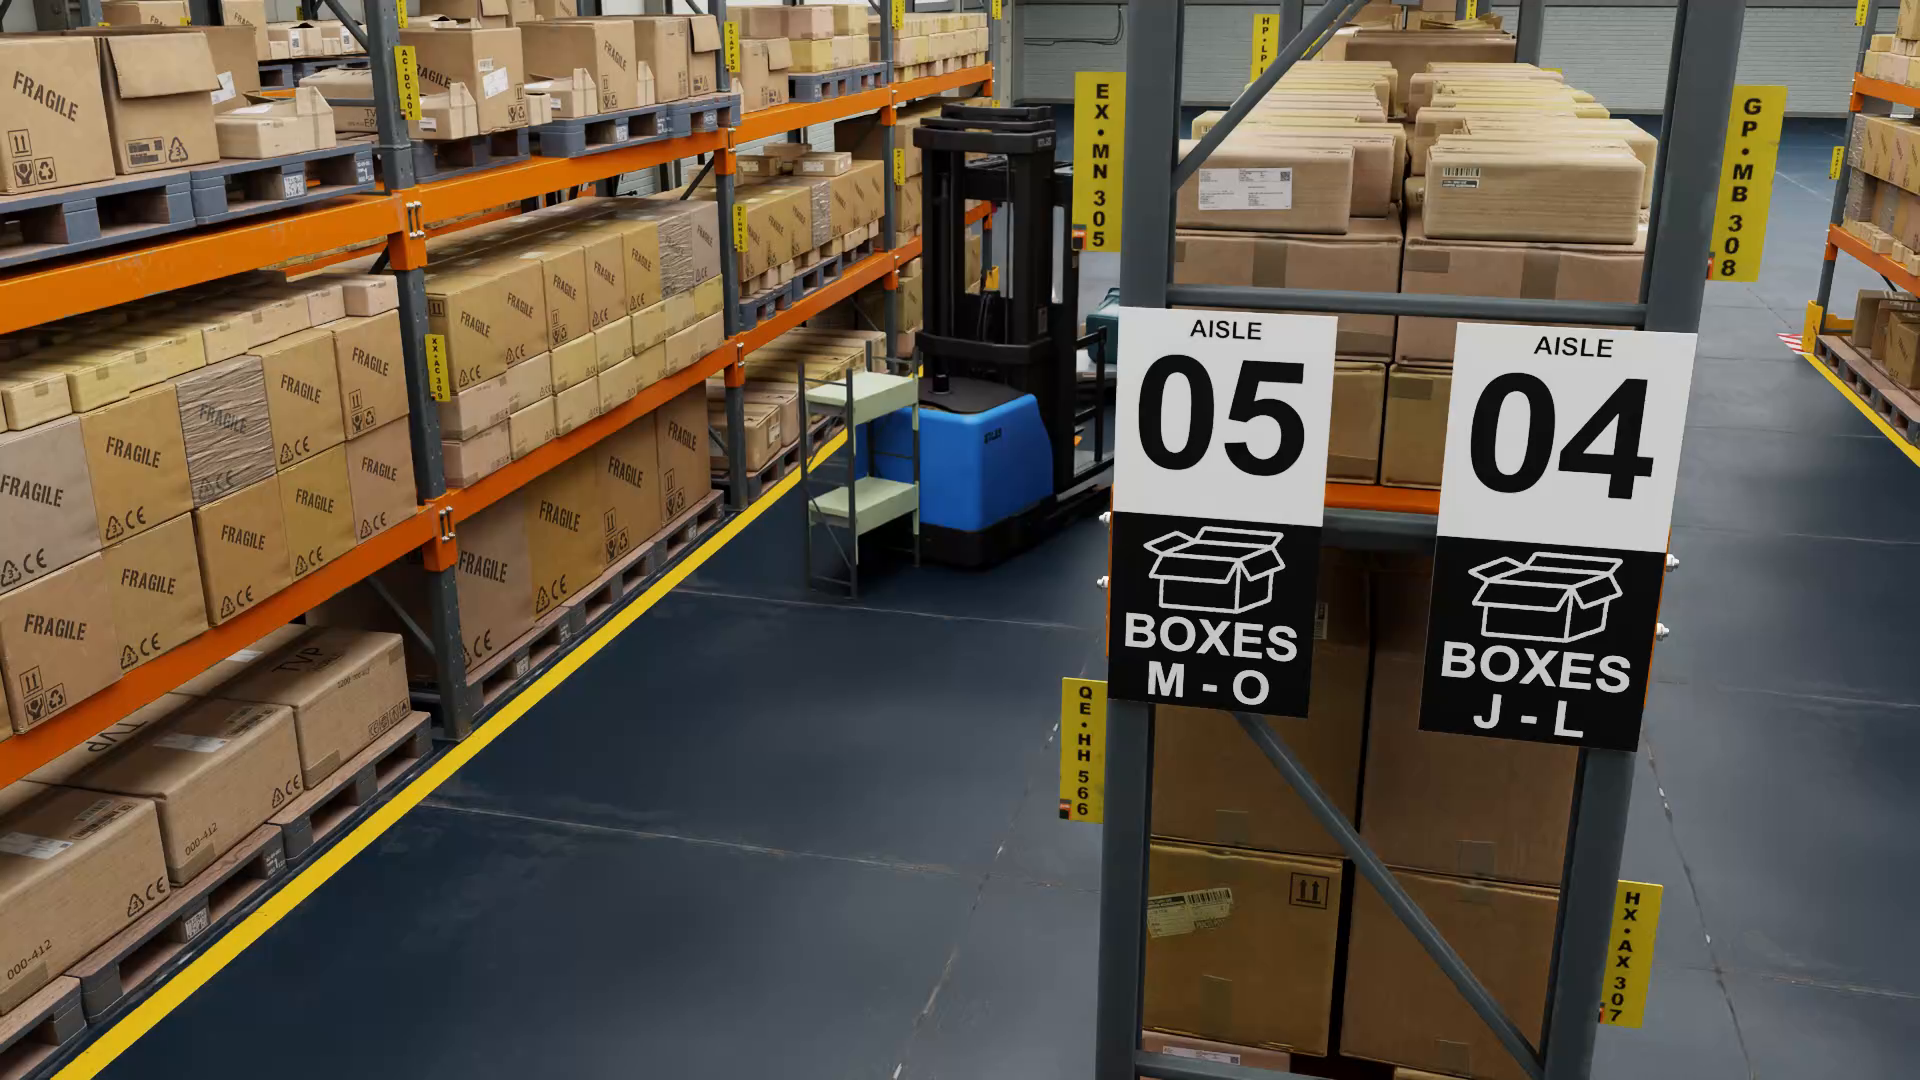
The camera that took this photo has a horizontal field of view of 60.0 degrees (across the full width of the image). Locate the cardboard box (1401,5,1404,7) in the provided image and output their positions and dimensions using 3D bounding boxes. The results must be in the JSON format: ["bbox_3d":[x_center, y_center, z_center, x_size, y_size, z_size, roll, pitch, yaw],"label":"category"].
[{"bbox_3d":[4.213,-5.270,16.804,0.500,0.250,0.500,4,19,13],"label":"cardboard box"}]

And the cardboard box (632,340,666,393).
[{"bbox_3d":[-2.197,-1.109,10.526,0.500,0.250,0.500,4,19,13],"label":"cardboard box"}]

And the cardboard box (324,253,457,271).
[{"bbox_3d":[-3.069,-1.266,9.053,0.500,0.500,0.500,5,19,14],"label":"cardboard box"}]

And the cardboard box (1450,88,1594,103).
[{"bbox_3d":[1.626,-1.230,4.848,0.380,0.149,0.250,4,19,12],"label":"cardboard box"}]

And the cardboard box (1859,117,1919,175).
[{"bbox_3d":[8.960,-3.756,15.882,0.500,0.500,0.500,5,19,13],"label":"cardboard box"}]

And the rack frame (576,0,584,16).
[{"bbox_3d":[-4.936,-7.414,19.472,1.000,3.000,0.127,5,19,13],"label":"rack frame"}]

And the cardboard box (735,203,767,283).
[{"bbox_3d":[-1.742,-2.187,12.184,0.500,0.500,0.500,4,19,12],"label":"cardboard box"}]

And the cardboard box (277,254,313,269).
[{"bbox_3d":[-6.170,-2.598,14.886,0.500,0.250,0.500,5,20,15],"label":"cardboard box"}]

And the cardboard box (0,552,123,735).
[{"bbox_3d":[-3.397,0.337,5.907,0.500,0.500,0.500,5,19,13],"label":"cardboard box"}]

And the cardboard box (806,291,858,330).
[{"bbox_3d":[-1.215,-2.390,16.488,0.500,0.500,0.500,4,19,13],"label":"cardboard box"}]

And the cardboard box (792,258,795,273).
[{"bbox_3d":[-1.533,-2.178,13.164,0.380,0.149,0.250,6,20,17],"label":"cardboard box"}]

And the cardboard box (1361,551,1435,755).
[{"bbox_3d":[1.277,0.250,4.153,0.500,0.500,0.500,5,20,15],"label":"cardboard box"}]

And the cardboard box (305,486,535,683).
[{"bbox_3d":[-2.980,0.183,9.149,0.875,0.875,0.875,5,20,15],"label":"cardboard box"}]

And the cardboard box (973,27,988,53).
[{"bbox_3d":[0.014,-5.492,18.257,0.500,0.250,0.500,4,19,13],"label":"cardboard box"}]

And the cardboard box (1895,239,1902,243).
[{"bbox_3d":[8.794,-2.661,15.227,0.380,0.149,0.250,5,19,13],"label":"cardboard box"}]

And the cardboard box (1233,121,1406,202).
[{"bbox_3d":[0.807,-0.862,3.770,0.380,0.149,0.250,4,19,12],"label":"cardboard box"}]

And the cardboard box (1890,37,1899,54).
[{"bbox_3d":[8.961,-4.629,15.573,0.380,0.149,0.250,5,20,16],"label":"cardboard box"}]

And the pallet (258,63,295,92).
[{"bbox_3d":[-6.542,-3.968,14.317,1.003,0.211,1.213,6,20,16],"label":"pallet"}]

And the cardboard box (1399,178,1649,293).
[{"bbox_3d":[1.279,-0.676,3.844,0.500,0.250,0.500,4,19,13],"label":"cardboard box"}]

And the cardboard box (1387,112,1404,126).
[{"bbox_3d":[1.294,-1.361,5.850,0.500,0.250,0.500,5,19,13],"label":"cardboard box"}]

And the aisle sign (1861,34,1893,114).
[{"bbox_3d":[9.212,-4.675,16.713,0.394,0.787,0.004,5,19,13],"label":"aisle sign"}]

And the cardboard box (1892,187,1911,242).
[{"bbox_3d":[9.023,-2.944,15.052,0.875,0.500,0.500,5,19,13],"label":"cardboard box"}]

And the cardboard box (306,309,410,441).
[{"bbox_3d":[-2.902,-0.774,7.612,0.500,0.500,0.500,4,19,13],"label":"cardboard box"}]

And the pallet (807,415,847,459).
[{"bbox_3d":[-1.584,-0.983,14.240,1.003,0.211,1.213,5,19,13],"label":"pallet"}]

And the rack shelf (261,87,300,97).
[{"bbox_3d":[-6.402,-3.774,14.568,1.077,0.370,4.000,5,19,13],"label":"rack shelf"}]

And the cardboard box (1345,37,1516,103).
[{"bbox_3d":[1.970,-1.840,6.988,0.700,0.500,0.500,5,19,13],"label":"cardboard box"}]

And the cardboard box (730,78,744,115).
[{"bbox_3d":[-1.773,-3.198,11.978,0.396,0.266,0.258,5,19,13],"label":"cardboard box"}]

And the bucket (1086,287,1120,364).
[{"bbox_3d":[1.523,-1.966,15.517,0.726,0.611,0.620,12,32,32],"label":"bucket"}]

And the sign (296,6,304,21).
[{"bbox_3d":[-6.452,-5.067,16.317,0.100,0.325,0.005,5,19,13],"label":"sign"}]

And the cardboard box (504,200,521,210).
[{"bbox_3d":[-5.175,-3.967,18.506,0.500,0.500,0.500,5,19,14],"label":"cardboard box"}]

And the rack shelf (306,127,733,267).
[{"bbox_3d":[-2.565,-2.129,9.753,1.077,0.370,4.000,5,19,13],"label":"rack shelf"}]

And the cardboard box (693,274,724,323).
[{"bbox_3d":[-1.949,-1.671,11.397,0.500,0.250,0.500,5,19,13],"label":"cardboard box"}]

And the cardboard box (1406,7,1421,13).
[{"bbox_3d":[4.484,-4.913,15.758,0.500,0.250,0.500,5,19,14],"label":"cardboard box"}]

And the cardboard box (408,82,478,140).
[{"bbox_3d":[-2.593,-2.107,8.133,0.396,0.266,0.258,4,19,13],"label":"cardboard box"}]

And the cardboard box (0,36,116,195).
[{"bbox_3d":[-3.393,-1.502,5.846,0.500,0.500,0.500,5,19,14],"label":"cardboard box"}]

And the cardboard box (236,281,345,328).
[{"bbox_3d":[-2.990,-1.055,7.430,0.380,0.149,0.250,5,20,15],"label":"cardboard box"}]

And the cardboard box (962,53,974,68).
[{"bbox_3d":[-0.065,-5.190,17.990,0.380,0.149,0.250,5,20,15],"label":"cardboard box"}]

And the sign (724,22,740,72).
[{"bbox_3d":[-1.541,-3.332,11.240,0.100,0.325,0.005,5,19,13],"label":"sign"}]

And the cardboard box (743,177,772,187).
[{"bbox_3d":[-1.863,-2.720,13.747,0.500,0.500,0.500,4,19,11],"label":"cardboard box"}]

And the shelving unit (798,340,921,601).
[{"bbox_3d":[-0.634,-0.457,10.707,0.431,1.500,0.755,11,22,30],"label":"shelving unit"}]

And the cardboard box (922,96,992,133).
[{"bbox_3d":[-0.035,-4.668,18.553,0.700,0.500,0.500,4,19,12],"label":"cardboard box"}]

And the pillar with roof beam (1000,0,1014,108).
[{"bbox_3d":[5.524,-16.330,45.576,9.100,9.000,0.400,5,19,13],"label":"pillar with roof beam"}]

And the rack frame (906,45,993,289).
[{"bbox_3d":[-0.122,-4.184,19.298,1.000,3.000,0.127,5,19,13],"label":"rack frame"}]

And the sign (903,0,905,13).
[{"bbox_3d":[-0.648,-6.060,18.797,0.100,0.325,0.005,5,19,13],"label":"sign"}]

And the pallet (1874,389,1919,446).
[{"bbox_3d":[8.640,-1.042,14.411,1.003,0.211,1.213,5,19,13],"label":"pallet"}]

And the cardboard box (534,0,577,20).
[{"bbox_3d":[-4.808,-6.130,19.395,0.500,0.500,0.500,5,20,15],"label":"cardboard box"}]

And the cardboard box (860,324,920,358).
[{"bbox_3d":[-0.694,-1.992,16.483,0.500,0.250,0.500,4,19,11],"label":"cardboard box"}]

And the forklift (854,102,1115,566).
[{"bbox_3d":[0.461,-1.639,11.952,1.130,2.935,3.031,11,22,30],"label":"forklift"}]

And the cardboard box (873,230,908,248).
[{"bbox_3d":[-0.712,-2.885,15.883,0.380,0.149,0.250,5,19,13],"label":"cardboard box"}]
